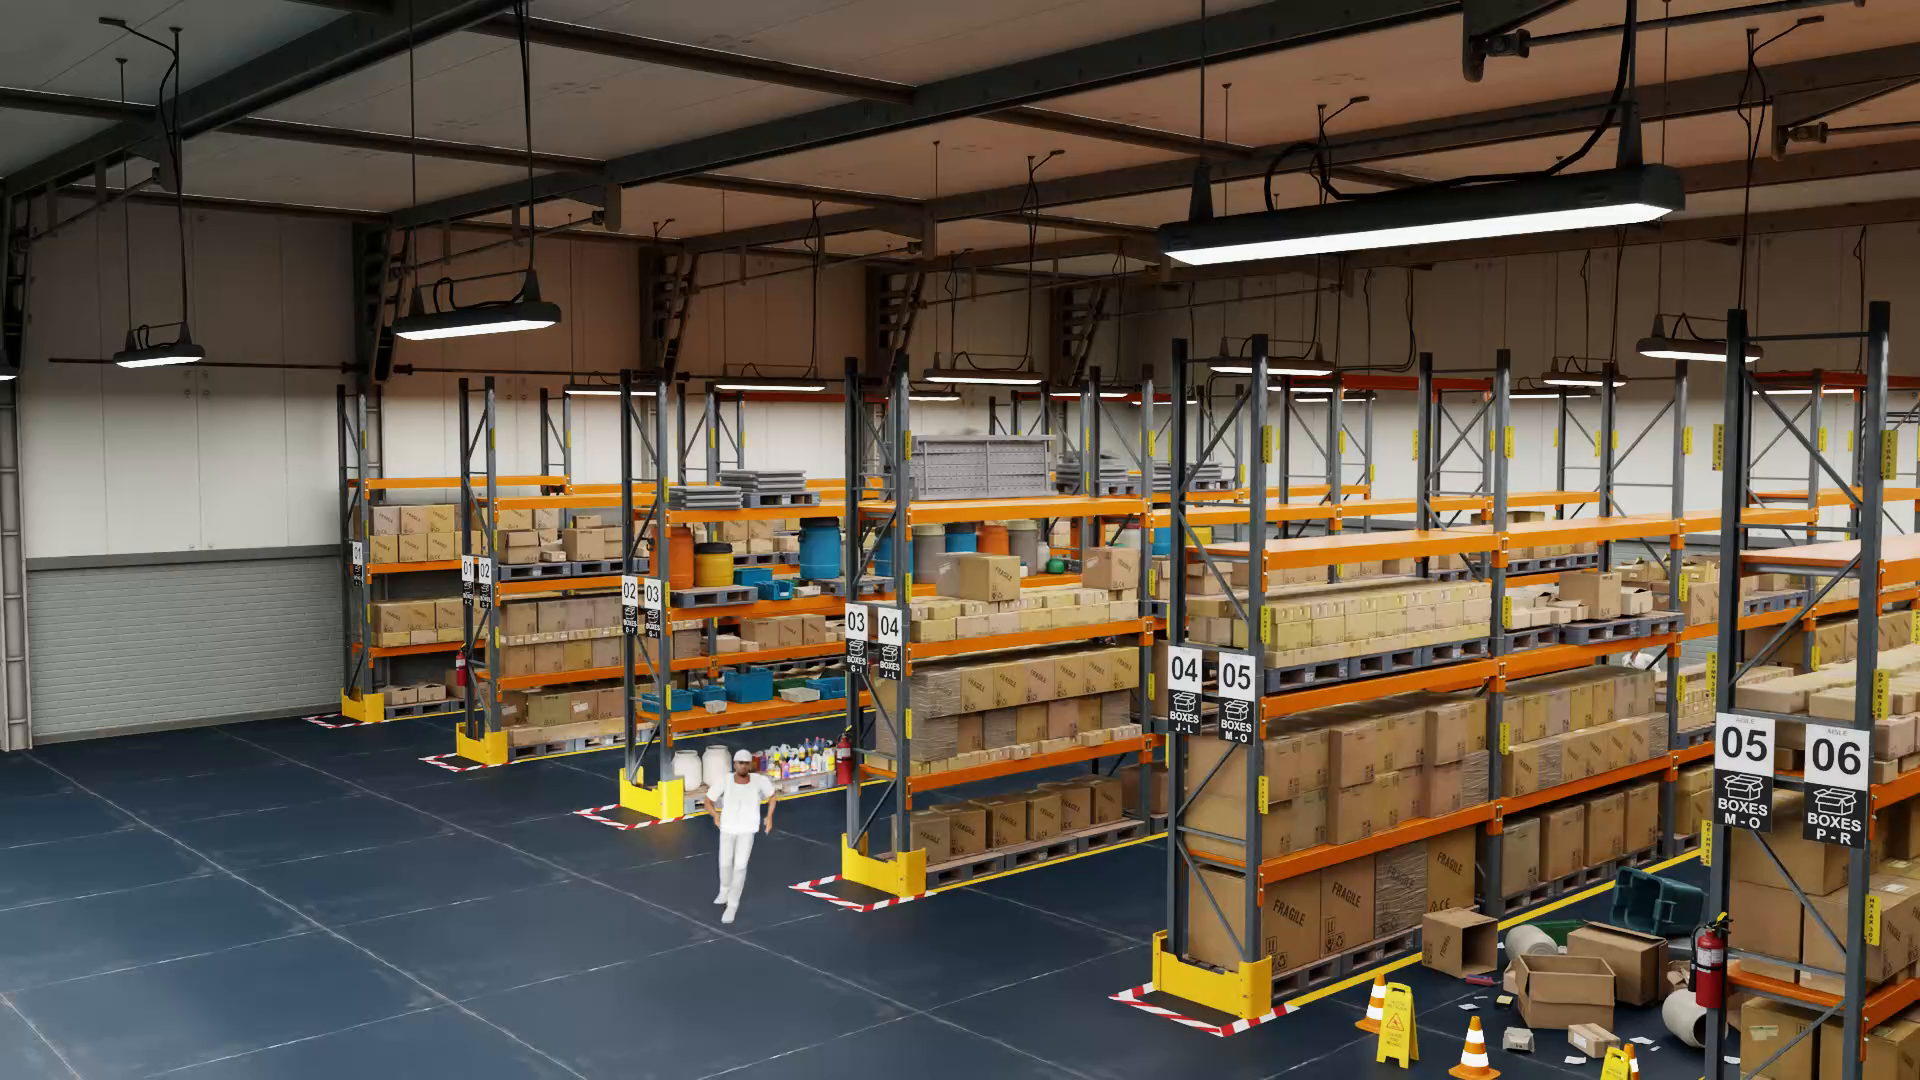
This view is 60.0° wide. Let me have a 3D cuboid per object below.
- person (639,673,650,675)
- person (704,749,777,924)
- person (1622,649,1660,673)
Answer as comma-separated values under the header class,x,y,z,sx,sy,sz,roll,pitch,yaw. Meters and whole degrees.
class,x,y,z,sx,sy,sz,roll,pitch,yaw
person,-5.744,2.312,30.795,0.573,1.709,0.890,3,5,43
person,-2.364,3.125,17.786,0.754,1.793,0.793,0,4,2
person,11.097,2.501,27.207,0.710,1.762,0.994,4,5,43
